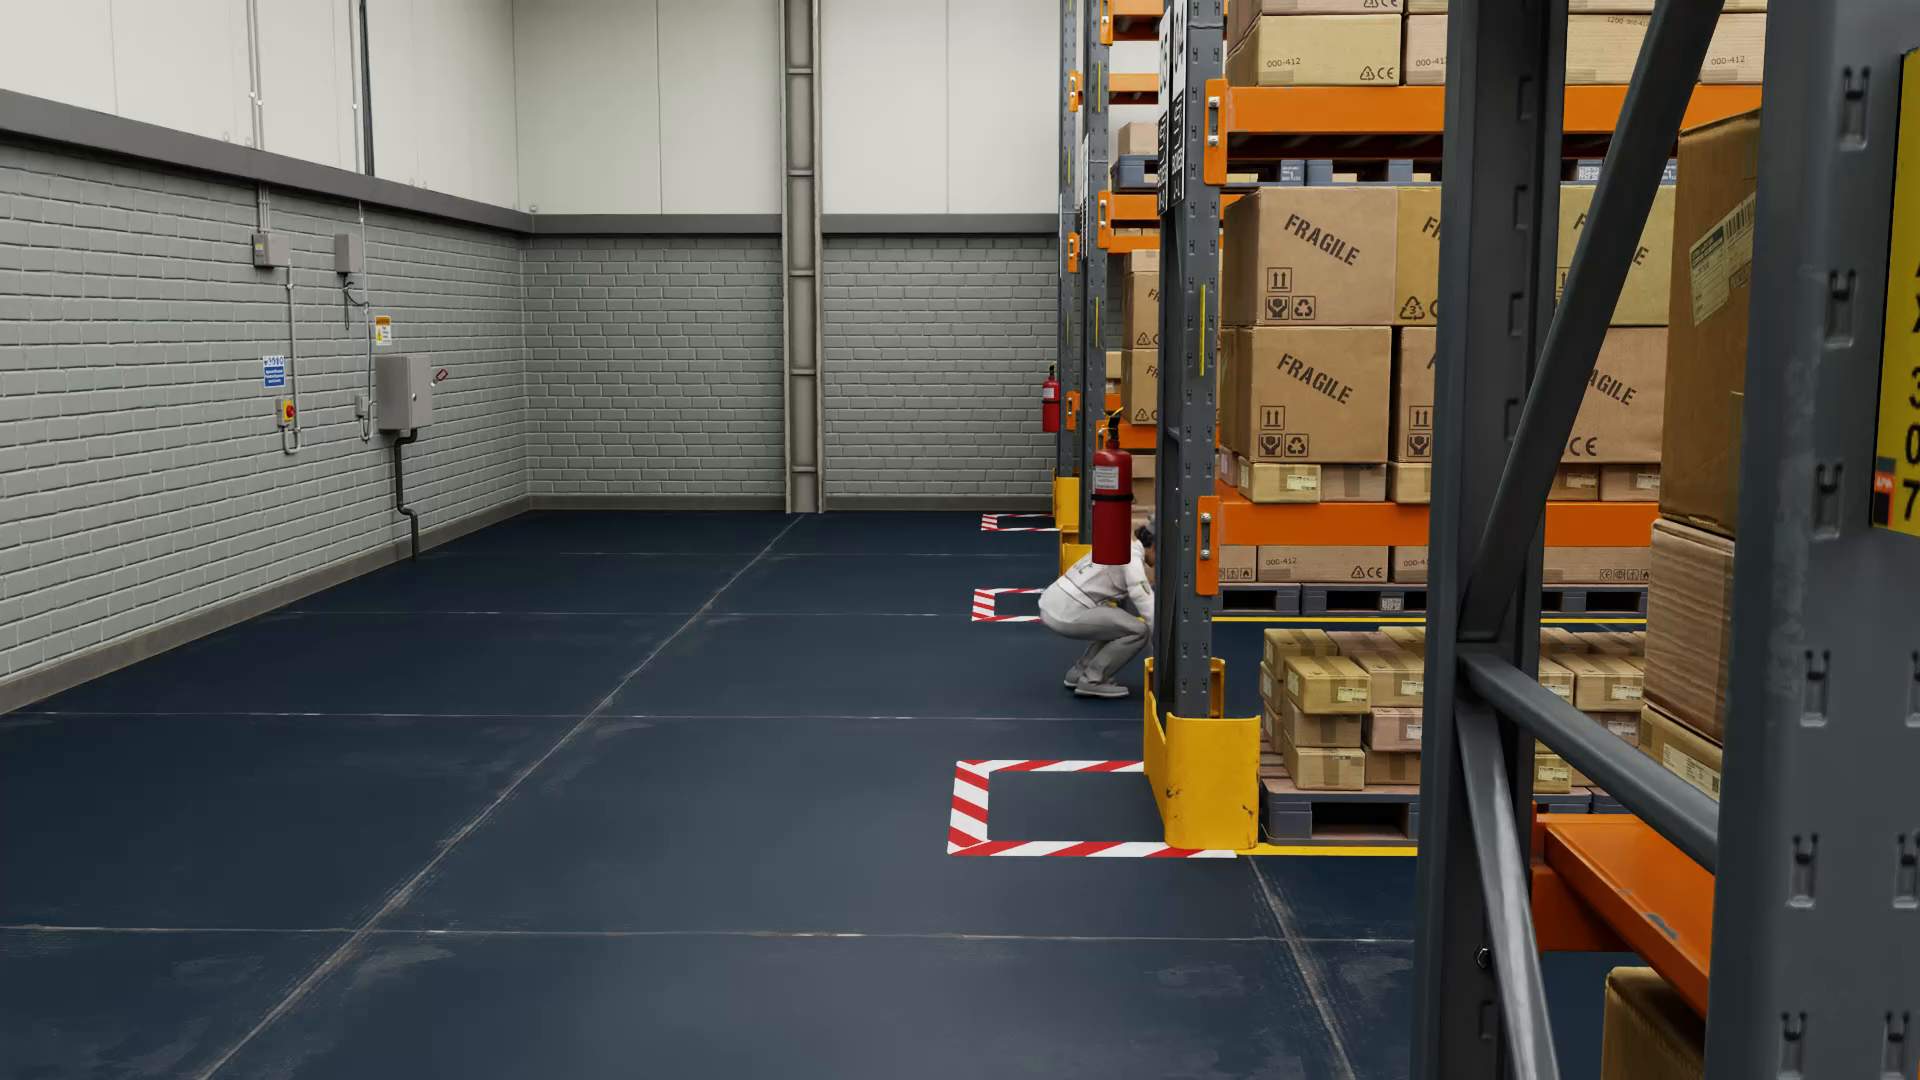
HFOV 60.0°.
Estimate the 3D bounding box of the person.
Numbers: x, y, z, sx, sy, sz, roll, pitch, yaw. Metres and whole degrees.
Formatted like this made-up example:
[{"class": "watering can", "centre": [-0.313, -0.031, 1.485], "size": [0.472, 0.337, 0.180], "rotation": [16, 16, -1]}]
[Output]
[{"class": "person", "centre": [0.829, 0.346, 8.881], "size": [0.824, 0.961, 0.495], "rotation": [0, 7, 1]}]
